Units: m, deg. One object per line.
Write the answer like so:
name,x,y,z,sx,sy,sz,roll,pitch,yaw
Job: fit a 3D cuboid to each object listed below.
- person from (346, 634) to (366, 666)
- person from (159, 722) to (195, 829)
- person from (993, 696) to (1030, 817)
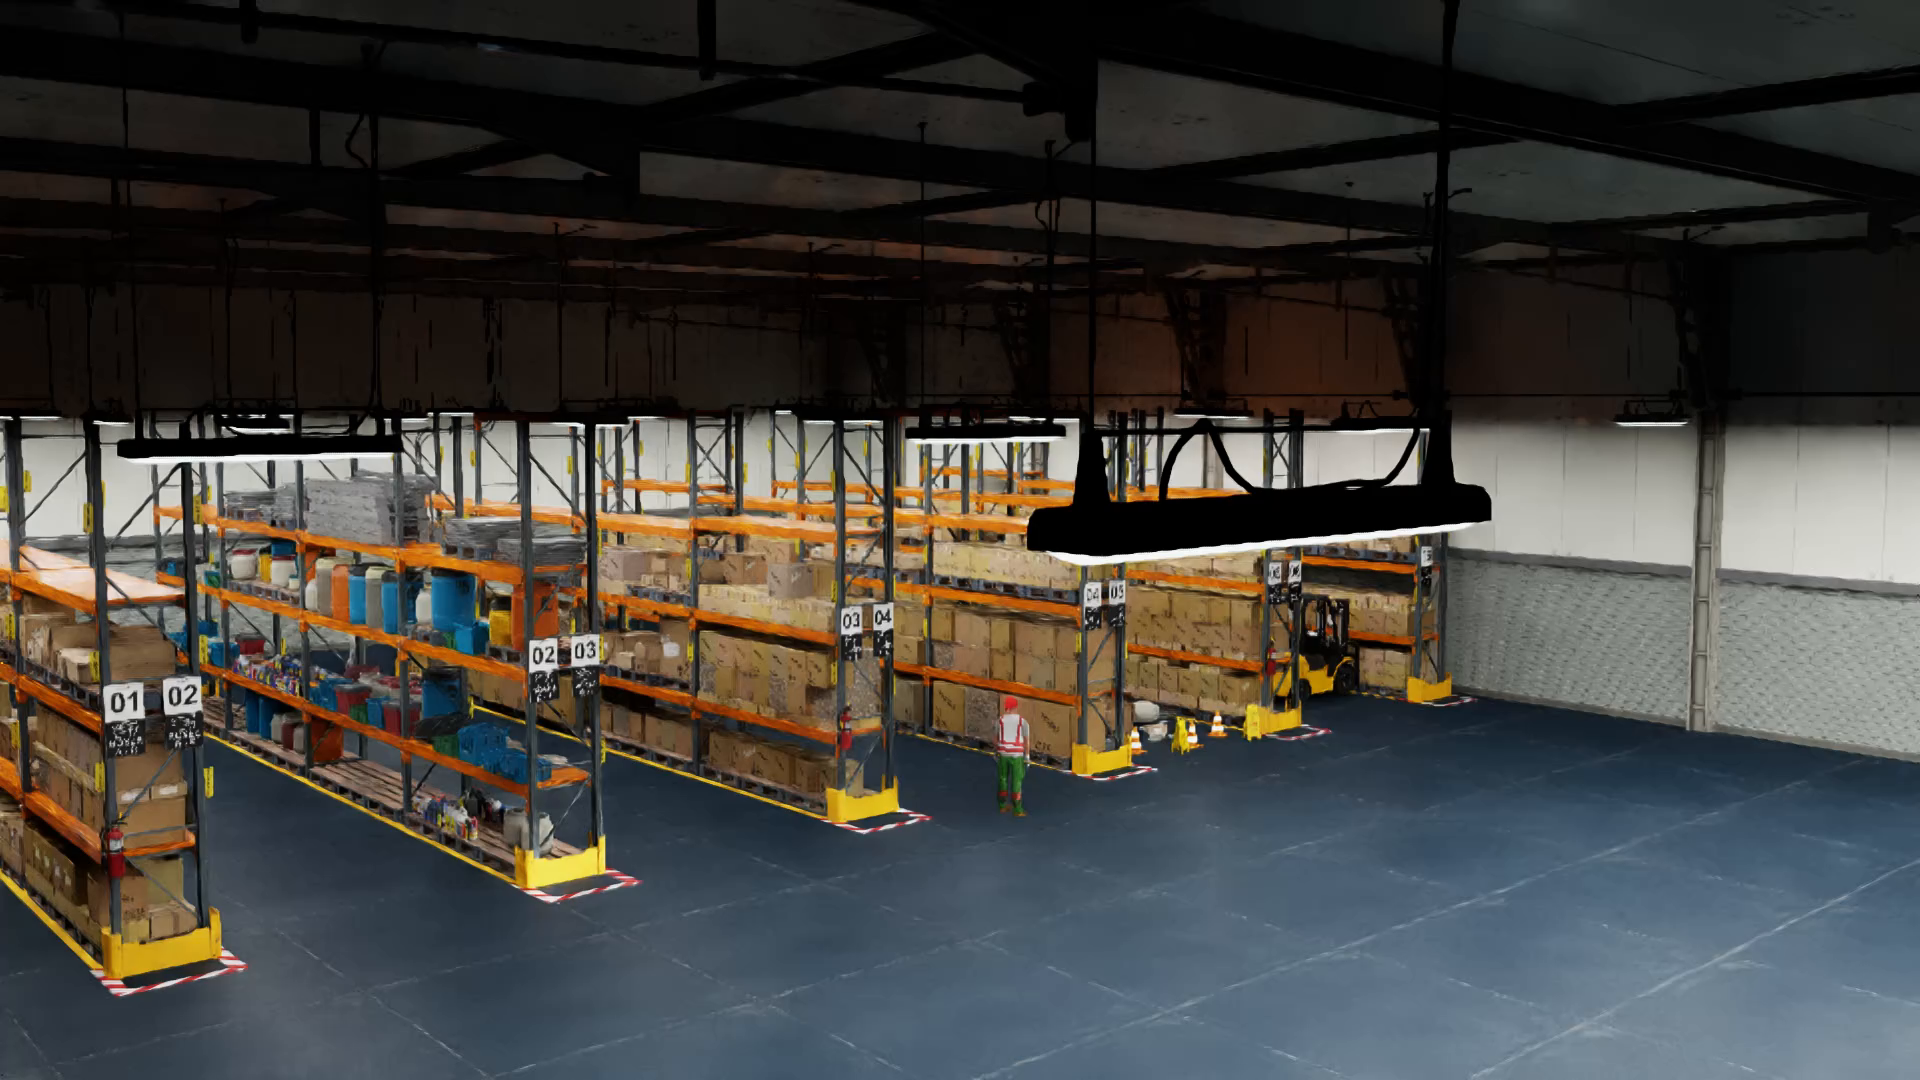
person,-13.435,2.229,37.115,0.547,1.672,0.685,-1,5,-6
person,-11.484,3.361,23.975,0.896,1.715,0.736,3,6,33
person,0.783,3.227,24.987,0.601,1.788,0.454,2,5,21
